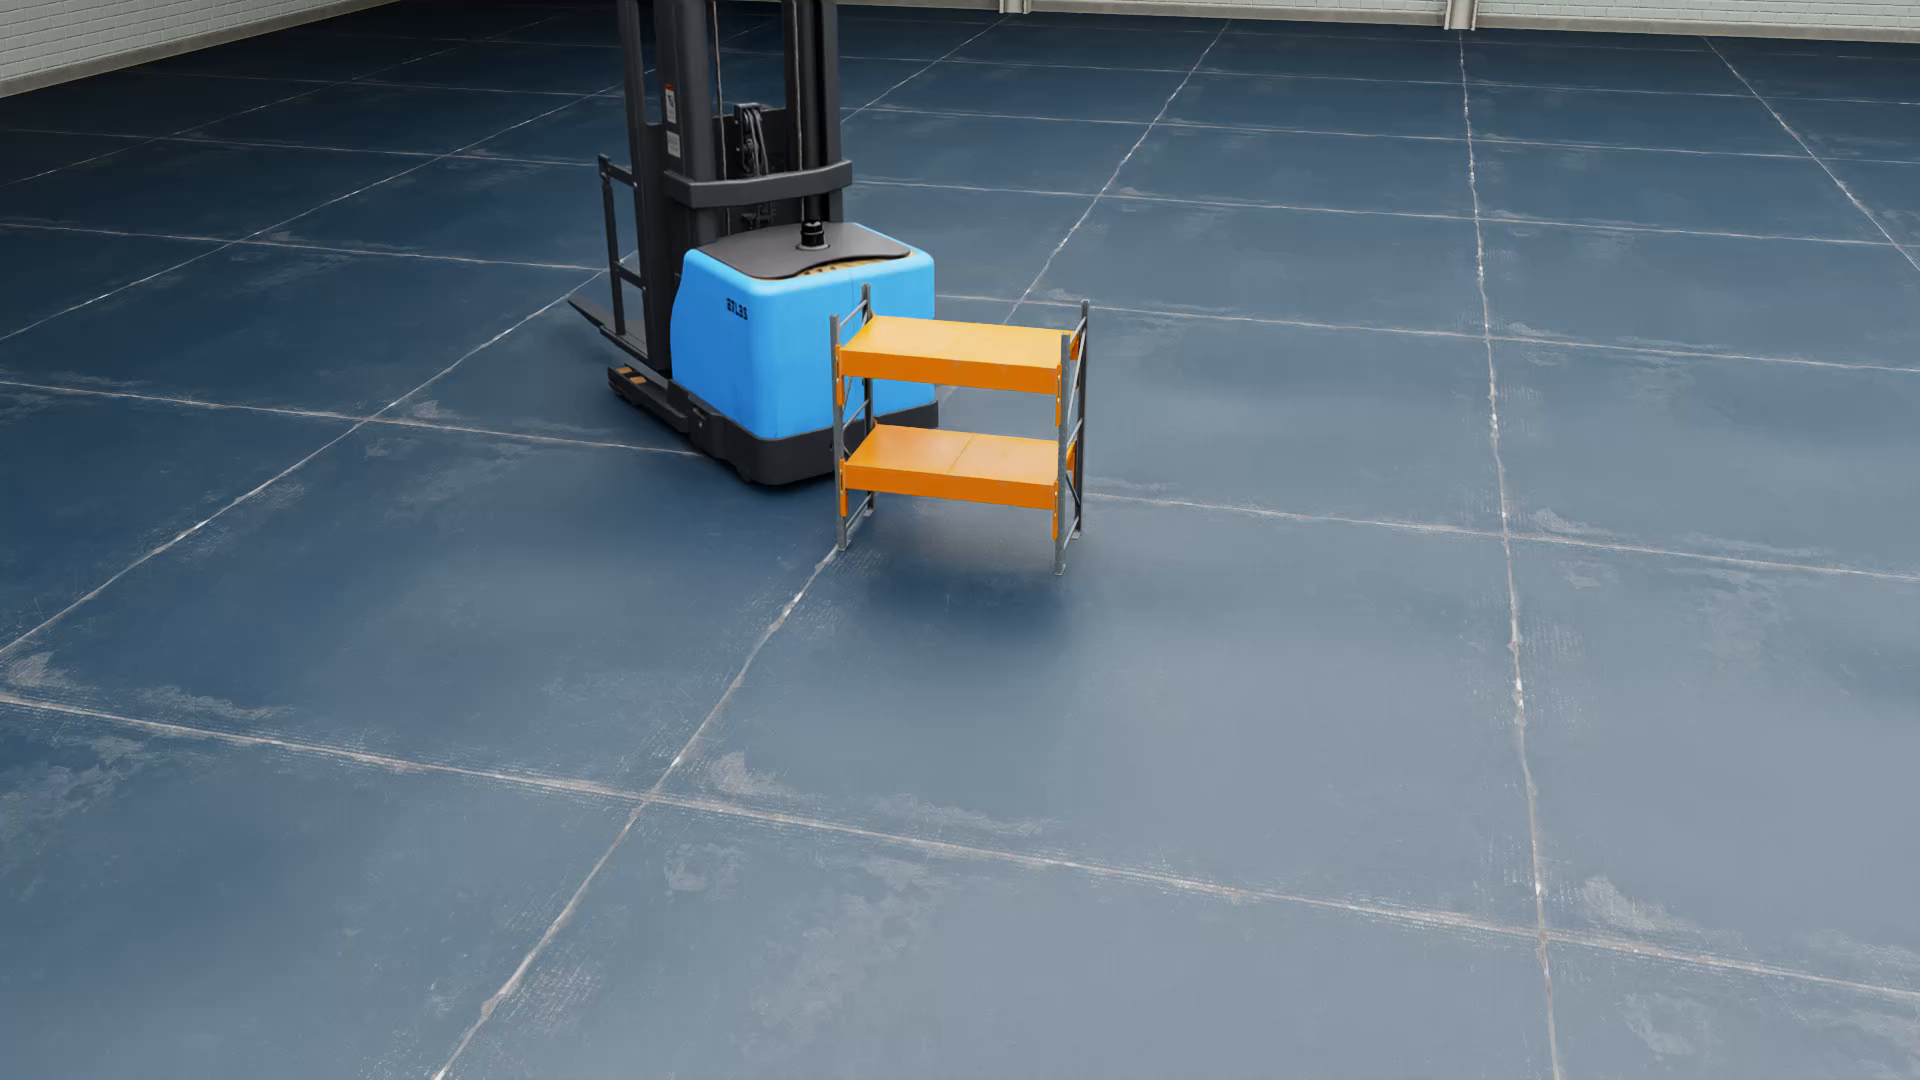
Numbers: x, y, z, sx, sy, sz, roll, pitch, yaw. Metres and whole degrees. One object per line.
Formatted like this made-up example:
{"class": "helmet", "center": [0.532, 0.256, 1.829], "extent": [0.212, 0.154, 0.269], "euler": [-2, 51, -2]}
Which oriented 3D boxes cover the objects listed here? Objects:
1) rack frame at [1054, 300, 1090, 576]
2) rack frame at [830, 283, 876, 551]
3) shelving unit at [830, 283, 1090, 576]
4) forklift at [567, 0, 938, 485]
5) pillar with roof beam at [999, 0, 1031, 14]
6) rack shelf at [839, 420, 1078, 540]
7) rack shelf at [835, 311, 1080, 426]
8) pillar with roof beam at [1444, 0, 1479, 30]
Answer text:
{"class": "rack frame", "center": [0.499, -0.453, 7.392], "extent": [0.032, 1.125, 0.500], "euler": [6, 26, 13]}
{"class": "rack frame", "center": [-0.486, -0.562, 7.621], "extent": [0.032, 1.125, 0.500], "euler": [6, 26, 13]}
{"class": "shelving unit", "center": [0.007, -0.507, 7.507], "extent": [1.048, 1.125, 0.538], "euler": [6, 26, 13]}
{"class": "forklift", "center": [-1.346, -2.176, 8.911], "extent": [1.130, 2.935, 3.031], "euler": [-16, 30, -30]}
{"class": "pillar with roof beam", "center": [-0.296, -9.668, 17.589], "extent": [0.400, 9.000, 9.100], "euler": [6, 26, 13]}
{"class": "rack shelf", "center": [0.007, -0.286, 7.612], "extent": [1.000, 0.278, 0.538], "euler": [6, 26, 13]}
{"class": "rack shelf", "center": [0.007, -0.771, 7.381], "extent": [1.000, 0.278, 0.538], "euler": [6, 26, 13]}
{"class": "pillar with roof beam", "center": [5.515, -9.026, 16.240], "extent": [0.400, 9.000, 9.100], "euler": [6, 26, 13]}
